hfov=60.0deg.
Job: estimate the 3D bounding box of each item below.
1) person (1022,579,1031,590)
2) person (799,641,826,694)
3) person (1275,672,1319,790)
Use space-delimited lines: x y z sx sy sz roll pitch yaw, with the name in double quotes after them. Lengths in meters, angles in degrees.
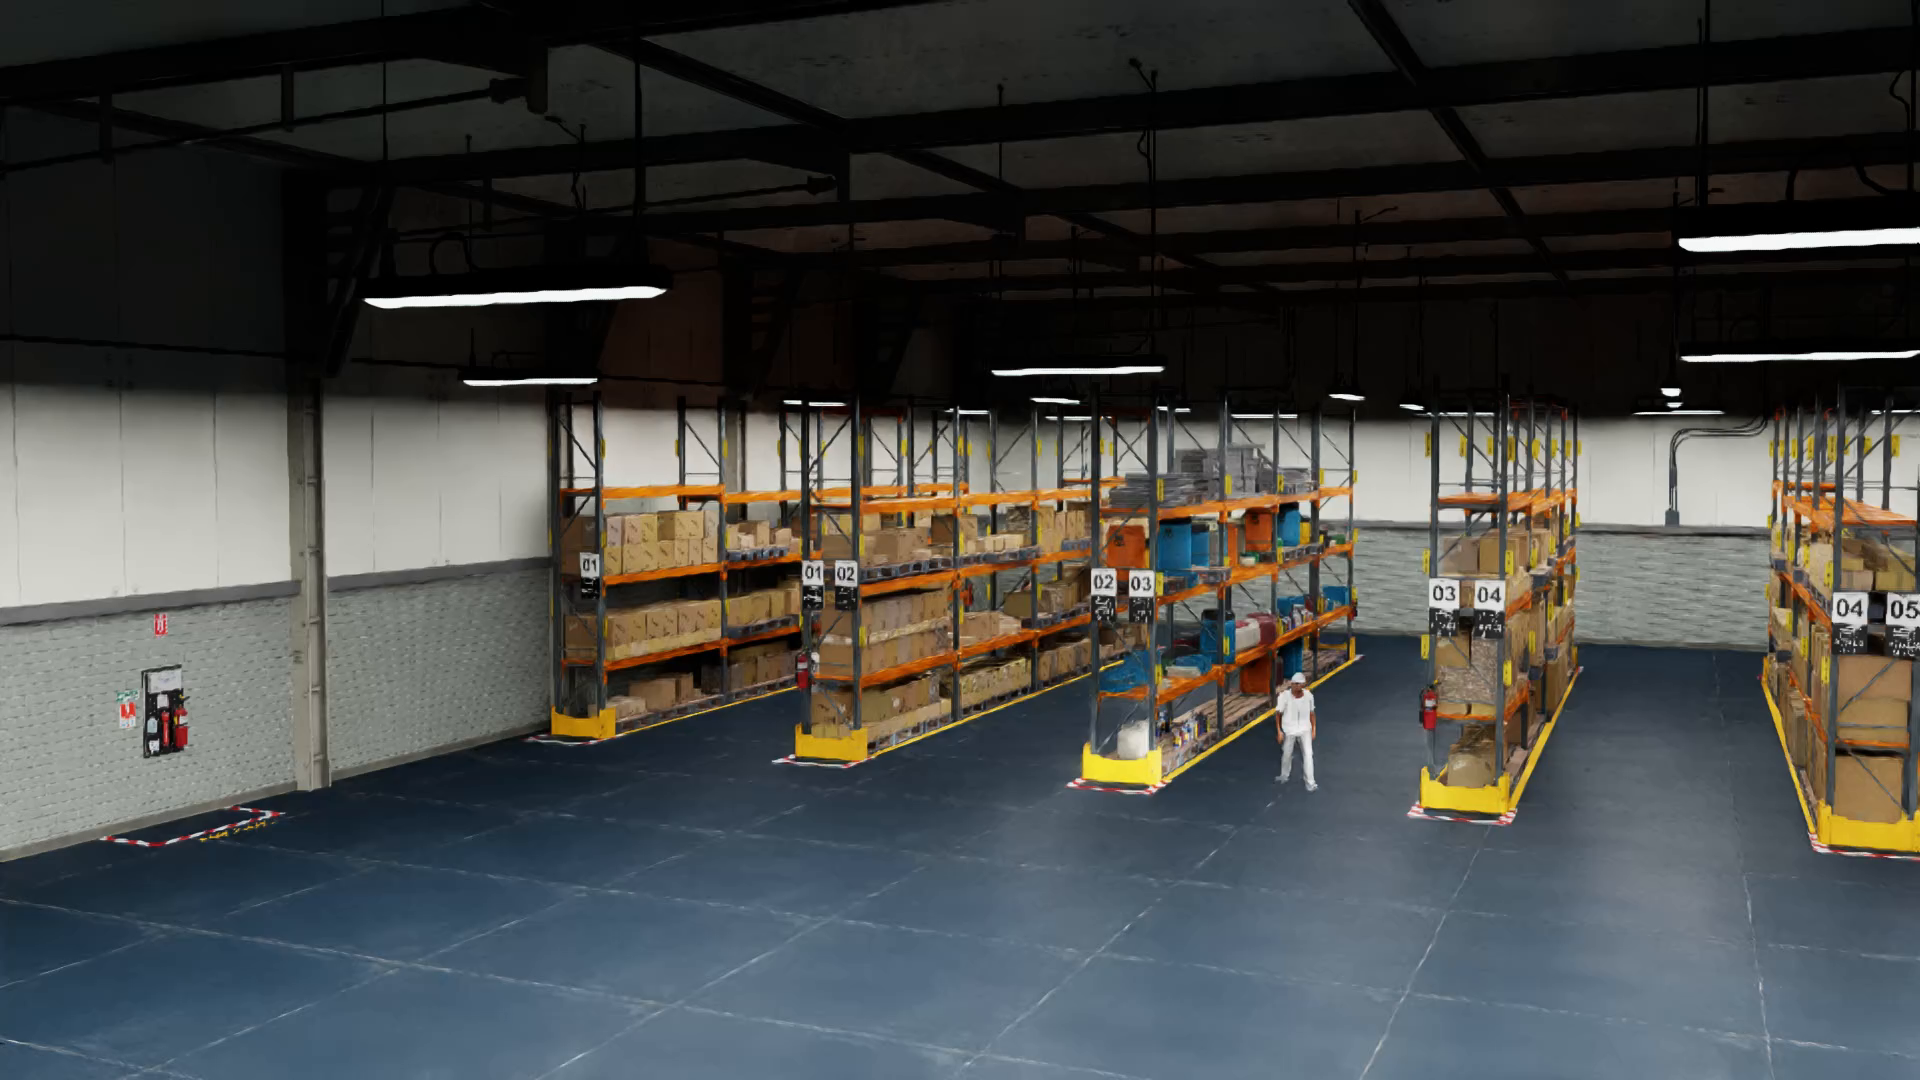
1.732 1.821 42.129 0.385 1.678 0.592 1 3 23 "person"
-2.672 2.560 29.633 0.497 1.583 1.090 2 4 26 "person"
4.963 2.797 24.505 0.621 1.725 0.956 0 3 1 "person"
